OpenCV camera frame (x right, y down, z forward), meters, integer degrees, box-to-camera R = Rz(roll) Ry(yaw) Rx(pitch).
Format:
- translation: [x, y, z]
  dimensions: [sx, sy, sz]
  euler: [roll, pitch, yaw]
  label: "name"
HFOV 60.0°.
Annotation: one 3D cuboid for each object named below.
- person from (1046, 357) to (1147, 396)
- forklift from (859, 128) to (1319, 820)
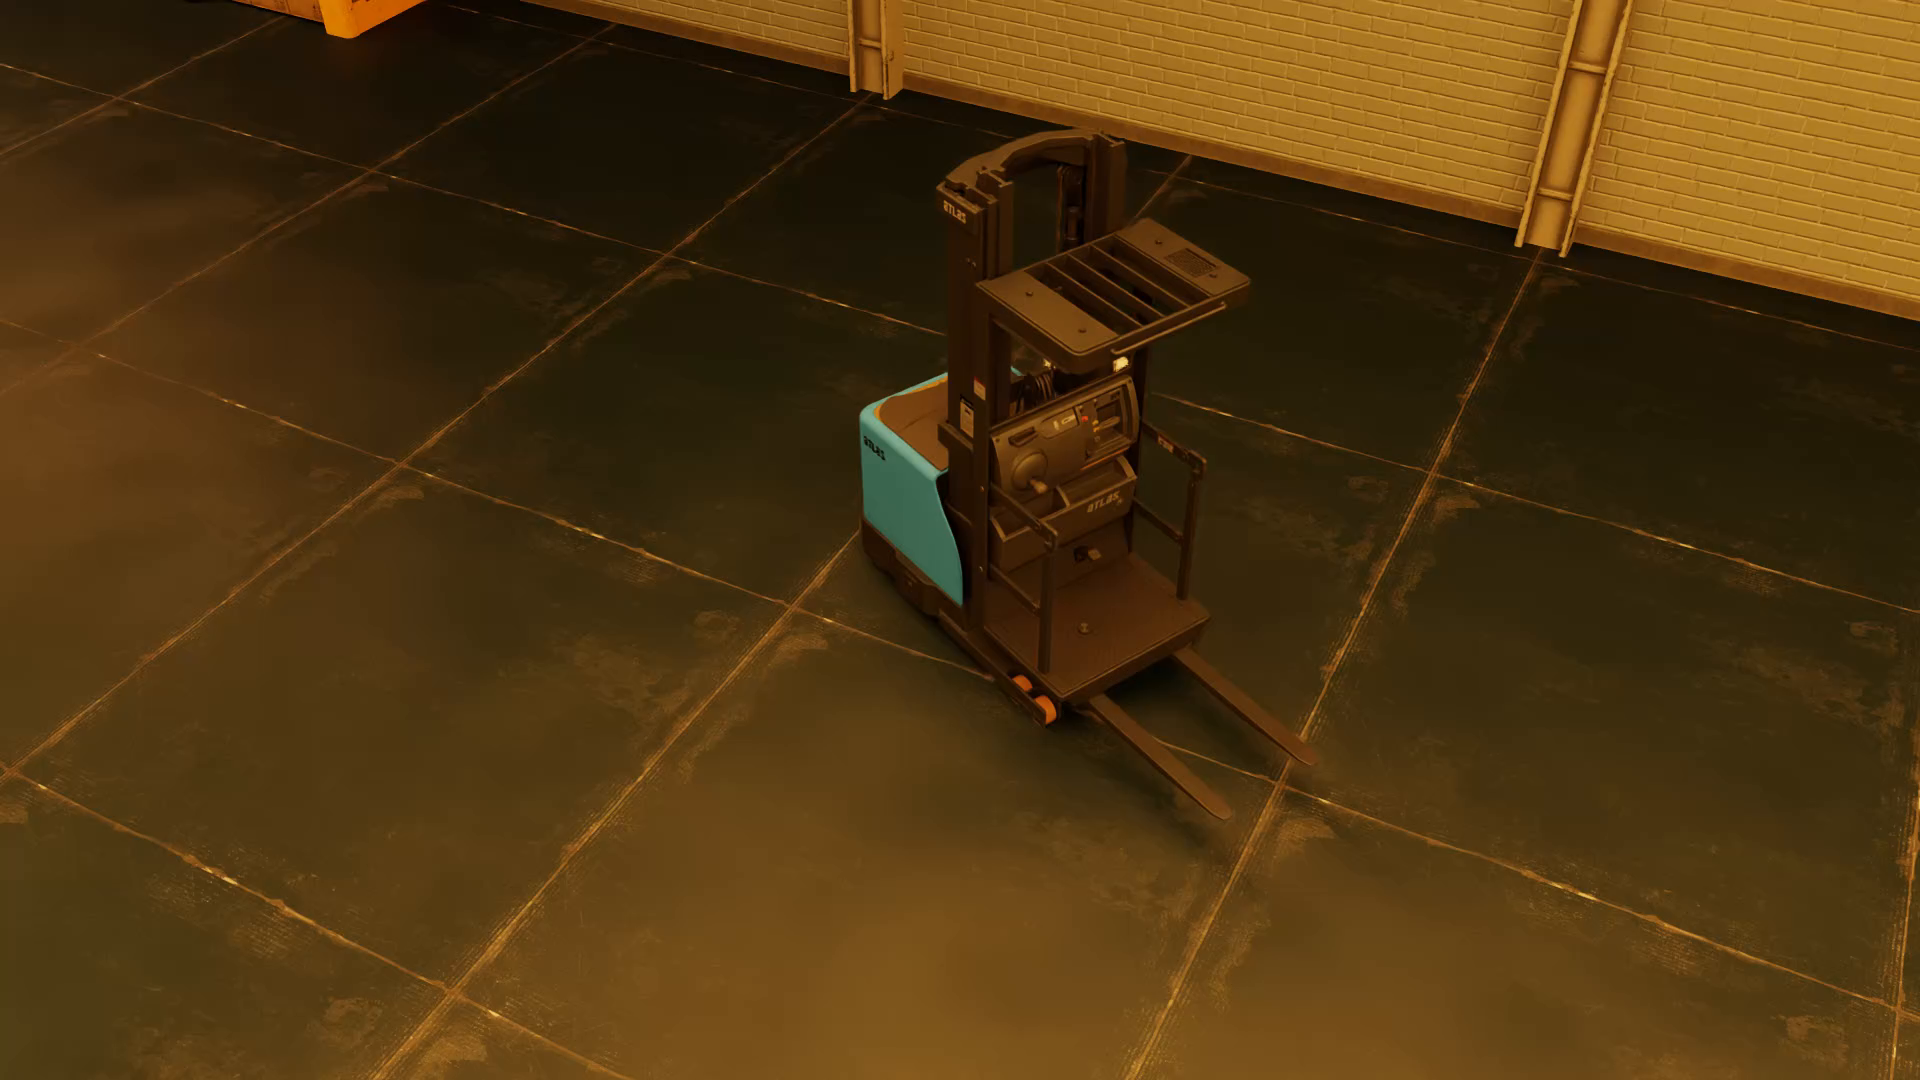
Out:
- translation: [0.703, -0.569, 9.902]
  dimensions: [0.738, 1.465, 0.857]
  euler: [7, 41, 8]
  label: "person"
- translation: [0.685, -0.470, 8.545]
  dimensions: [1.130, 2.935, 3.031]
  euler: [-25, 46, -27]
  label: "forklift"
